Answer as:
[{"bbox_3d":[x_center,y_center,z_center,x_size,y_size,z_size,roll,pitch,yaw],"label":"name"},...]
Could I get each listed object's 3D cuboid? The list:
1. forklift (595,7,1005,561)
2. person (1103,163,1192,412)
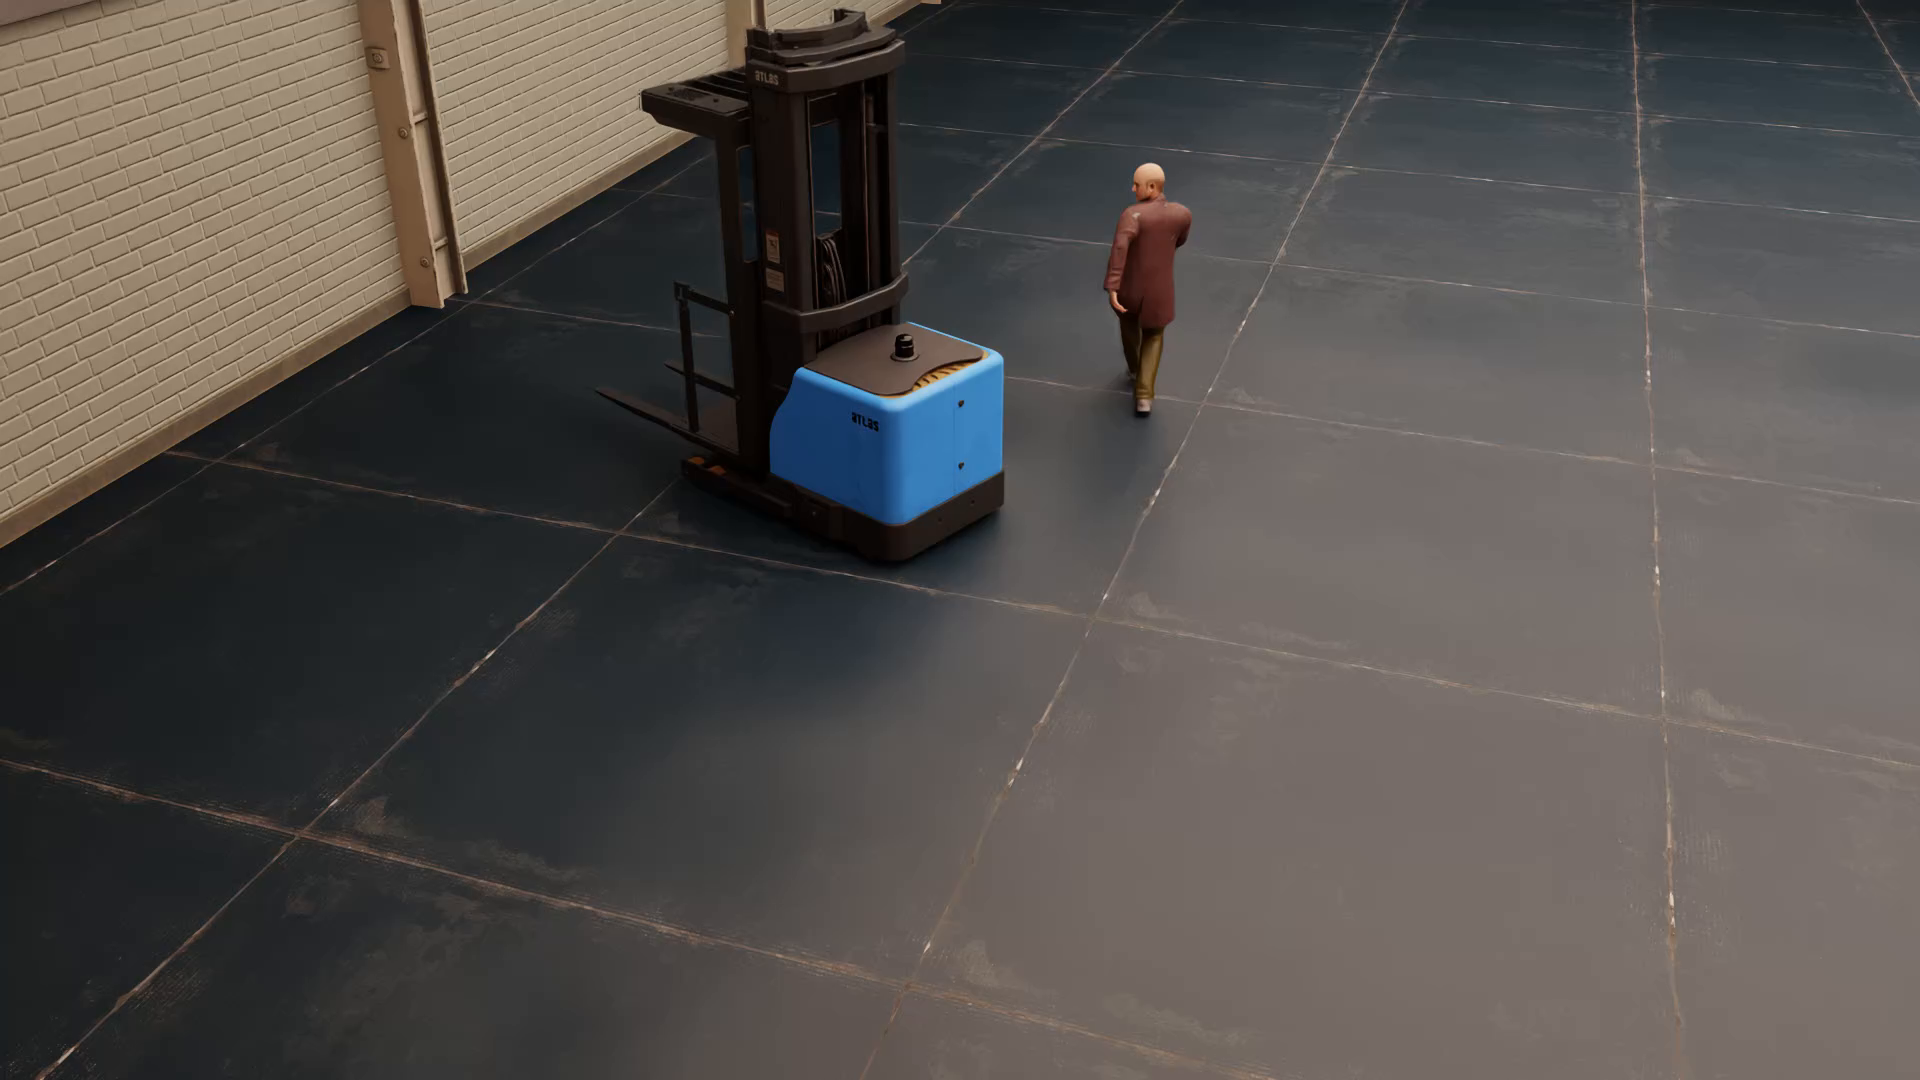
[{"bbox_3d":[-1.165,-1.753,10.212,3.031,2.935,1.130,23,37,35],"label":"forklift"},{"bbox_3d":[1.270,-1.769,11.522,0.613,1.731,1.009,1,30,1],"label":"person"}]
